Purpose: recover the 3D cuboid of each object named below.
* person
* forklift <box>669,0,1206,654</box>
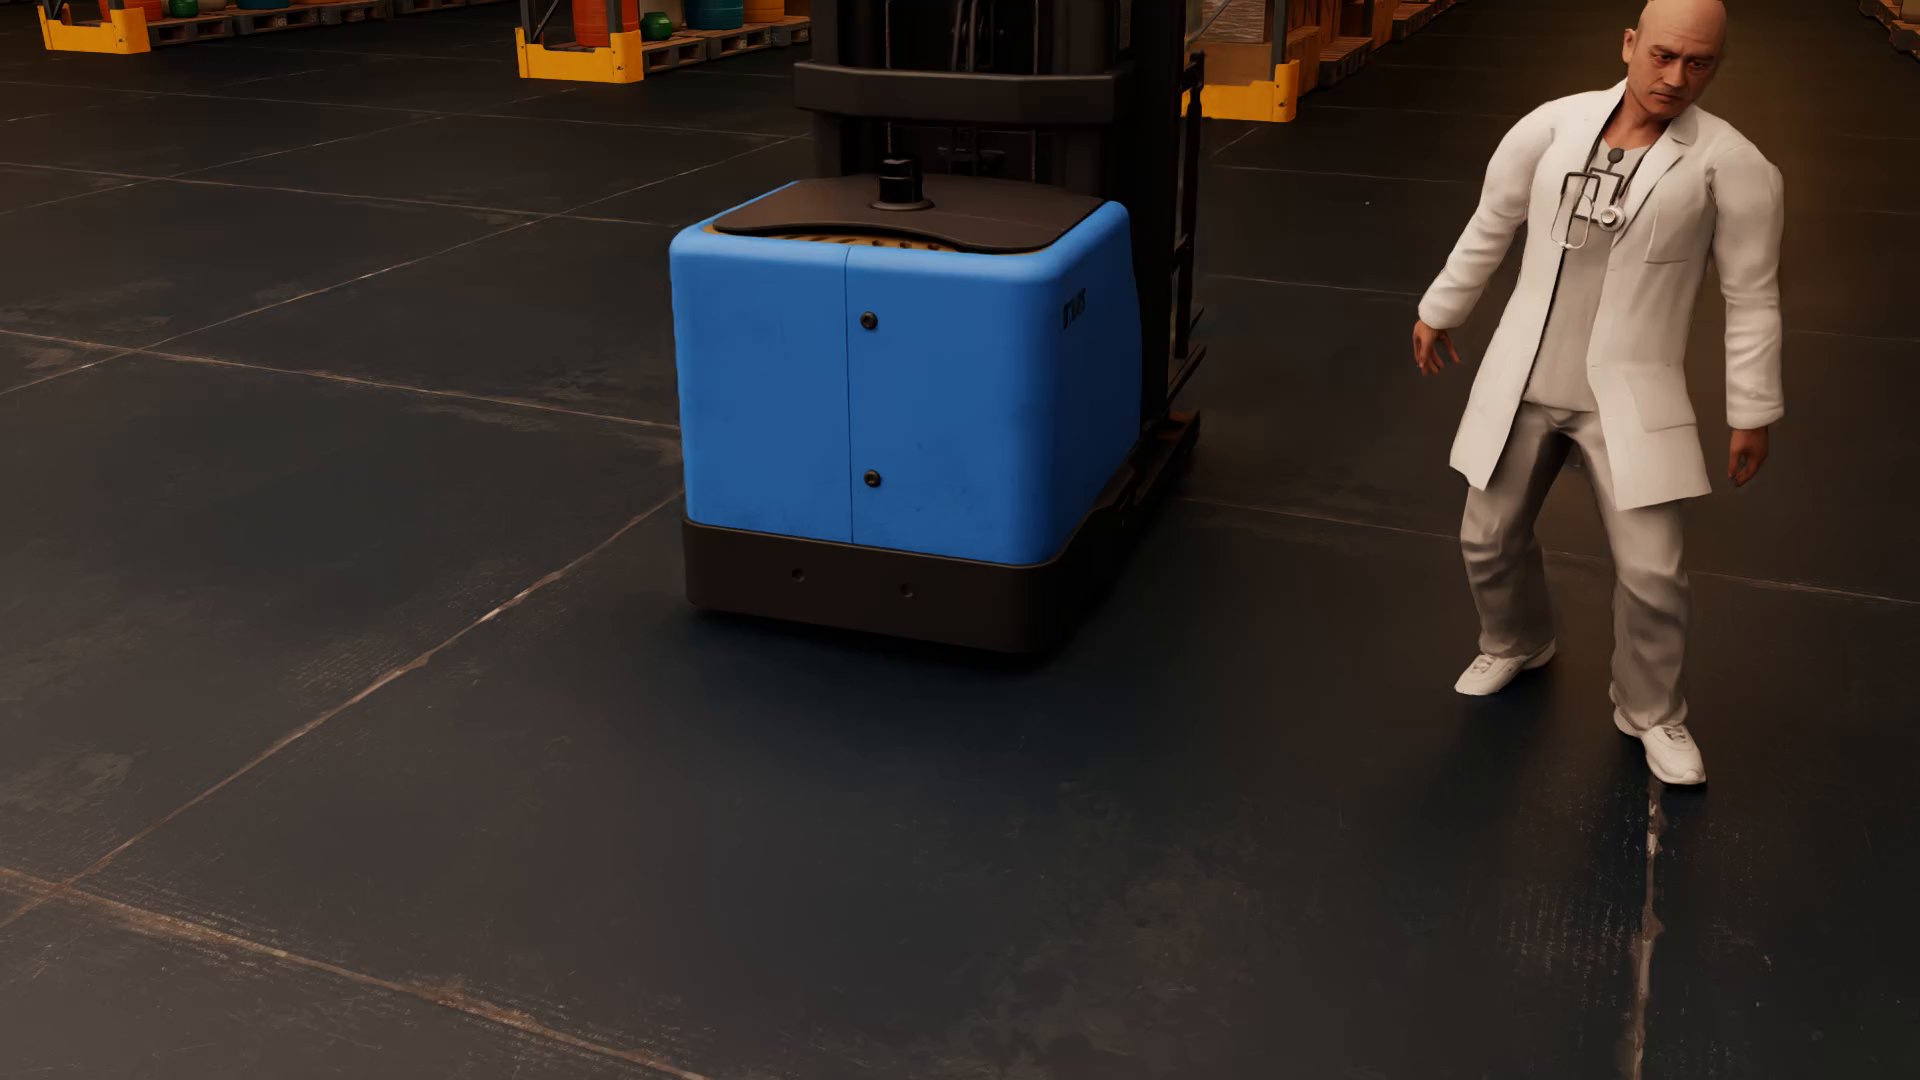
[{"bbox_3d":[1.426,-0.354,3.791,0.908,1.760,0.551,20,30,40],"label":"person"},{"bbox_3d":[0.199,-1.604,5.129,1.130,2.935,3.031,7,24,17],"label":"forklift"}]
